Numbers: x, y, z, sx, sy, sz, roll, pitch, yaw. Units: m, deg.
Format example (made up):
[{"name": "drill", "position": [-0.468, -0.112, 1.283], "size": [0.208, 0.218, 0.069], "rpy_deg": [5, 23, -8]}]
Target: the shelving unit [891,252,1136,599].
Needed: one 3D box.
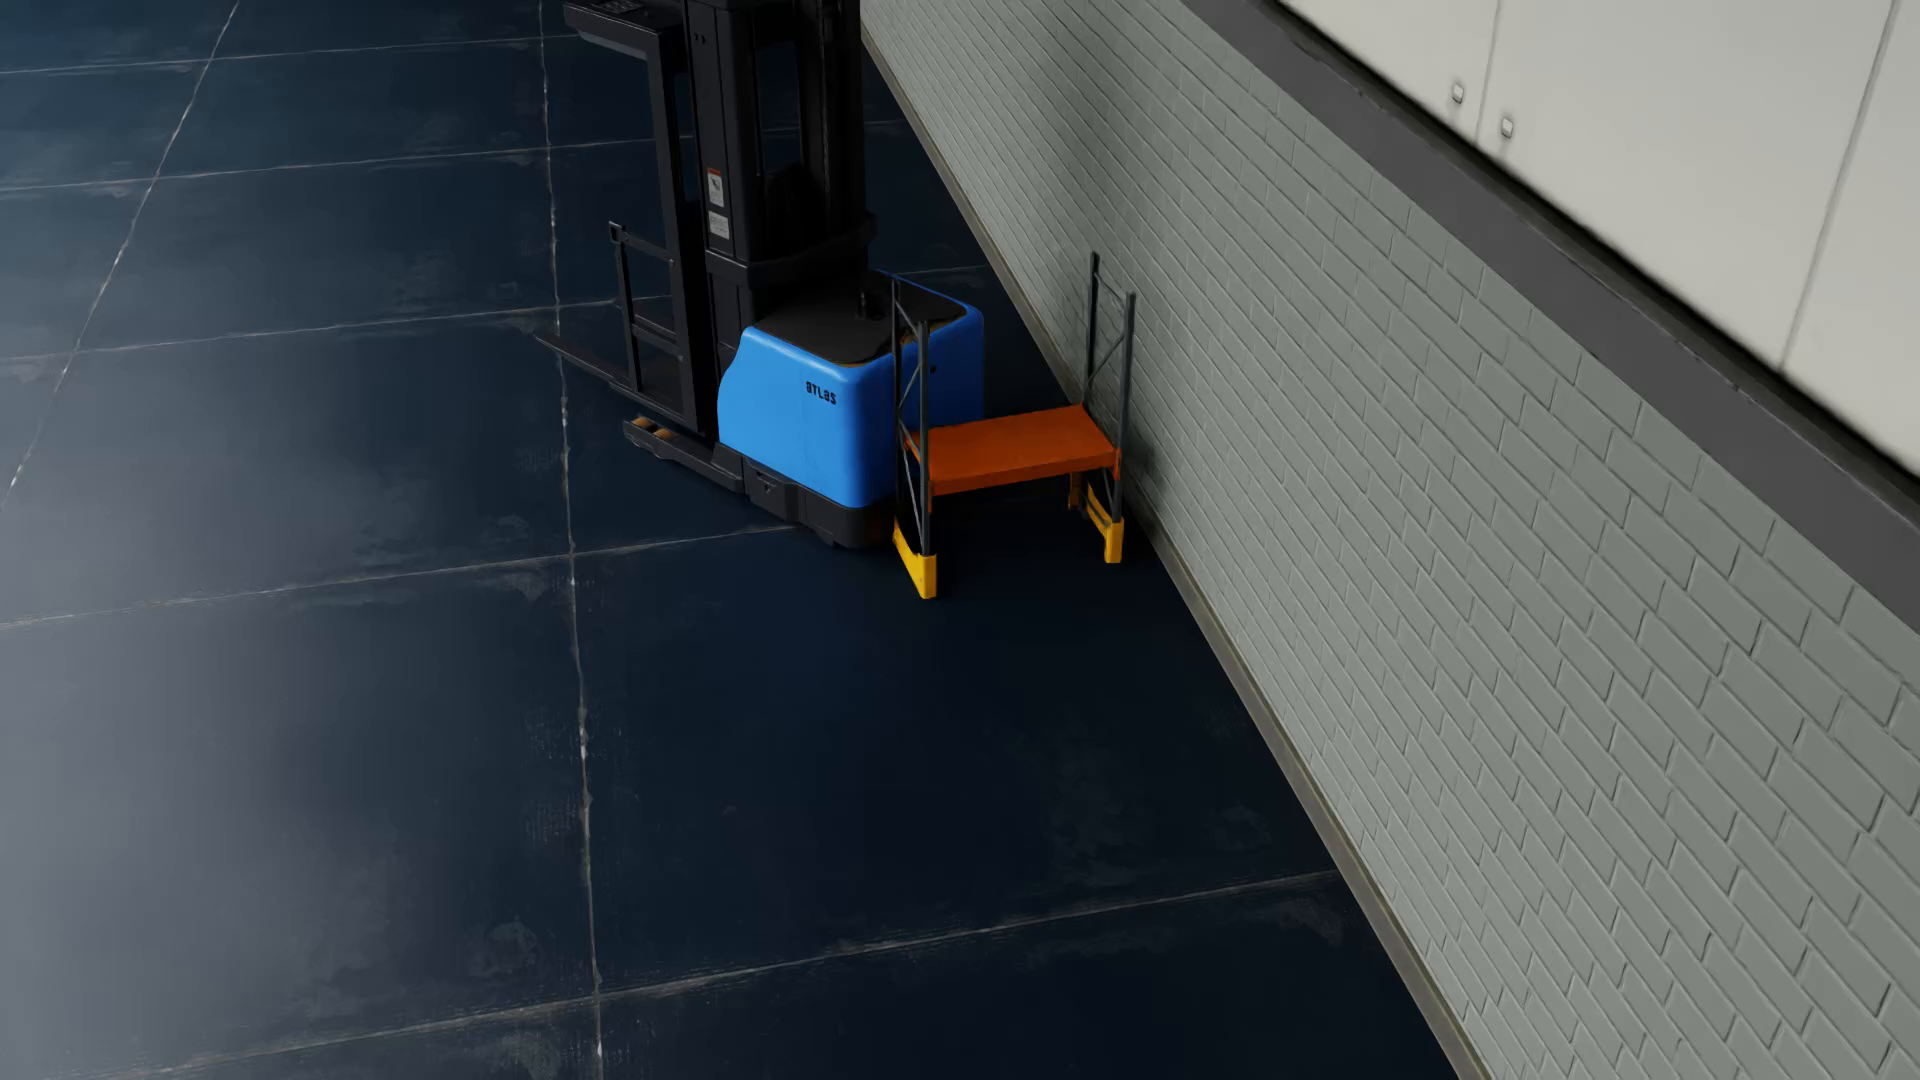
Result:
[{"name": "shelving unit", "position": [0.238, -0.571, 8.254], "size": [1.083, 1.500, 0.587], "rpy_deg": [-10, 35, -15]}]

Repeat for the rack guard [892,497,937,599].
[{"name": "rack guard", "position": [-0.237, 0.032, 8.477], "size": [0.087, 0.250, 0.587], "rpy_deg": [-10, 35, -15]}]

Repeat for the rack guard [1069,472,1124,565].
[{"name": "rack guard", "position": [0.712, -0.138, 8.730], "size": [0.087, 0.250, 0.587], "rpy_deg": [-10, 35, -15]}]

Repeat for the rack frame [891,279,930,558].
[{"name": "rack frame", "position": [-0.237, -0.486, 8.128], "size": [0.032, 1.500, 0.500], "rpy_deg": [-10, 35, -15]}]

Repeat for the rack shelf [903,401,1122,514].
[{"name": "rack shelf", "position": [0.246, -0.424, 8.357], "size": [1.000, 0.185, 0.538], "rpy_deg": [-10, 35, -15]}]

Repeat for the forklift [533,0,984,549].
[{"name": "forklift", "position": [-1.289, -1.870, 8.906], "size": [3.031, 2.935, 1.130], "rpy_deg": [27, 42, 34]}]

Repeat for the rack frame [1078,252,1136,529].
[{"name": "rack frame", "position": [0.731, -0.659, 8.385], "size": [0.032, 1.500, 0.500], "rpy_deg": [-10, 35, -15]}]
